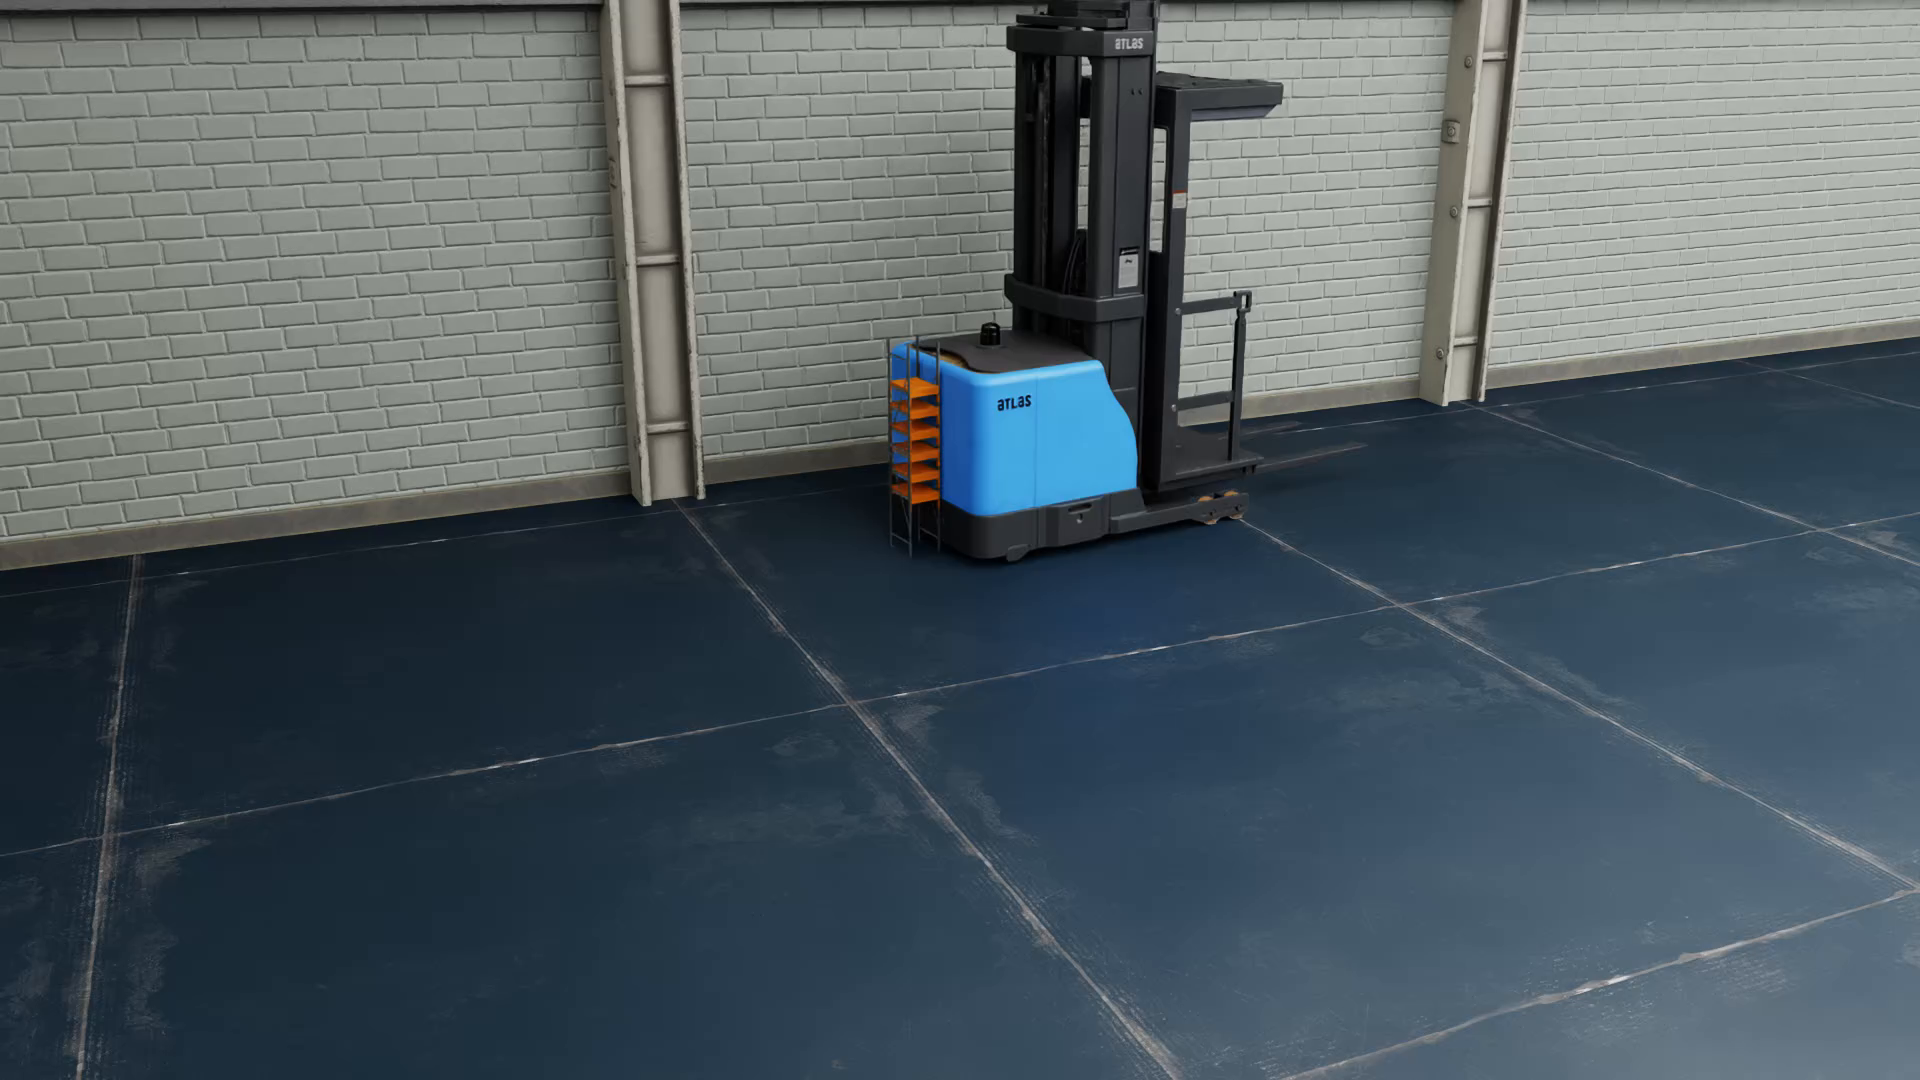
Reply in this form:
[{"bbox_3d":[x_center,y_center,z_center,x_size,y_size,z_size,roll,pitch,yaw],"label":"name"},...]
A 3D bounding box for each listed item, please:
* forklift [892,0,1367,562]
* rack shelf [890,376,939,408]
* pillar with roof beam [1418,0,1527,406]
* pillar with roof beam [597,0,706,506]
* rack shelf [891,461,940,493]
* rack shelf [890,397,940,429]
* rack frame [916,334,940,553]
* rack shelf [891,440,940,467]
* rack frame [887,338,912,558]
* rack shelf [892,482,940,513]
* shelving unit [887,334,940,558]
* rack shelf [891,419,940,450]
[{"bbox_3d":[1.122,-1.608,9.677,3.031,2.935,1.130,-11,22,-29],"label":"forklift"},{"bbox_3d":[-0.254,-0.811,9.068,0.180,0.103,0.258,-11,22,-29],"label":"rack shelf"},{"bbox_3d":[5.406,-3.999,7.329,0.400,9.000,9.100,-8,21,-22],"label":"pillar with roof beam"},{"bbox_3d":[-0.103,-3.209,5.088,0.400,9.000,9.100,-8,21,-22],"label":"pillar with roof beam"},{"bbox_3d":[-0.254,-0.358,9.227,0.180,0.103,0.258,-11,22,-29],"label":"rack shelf"},{"bbox_3d":[-0.254,-0.698,9.108,0.180,0.103,0.258,-11,22,-29],"label":"rack shelf"},{"bbox_3d":[-0.176,-0.529,9.217,0.006,1.200,0.240,-11,22,-29],"label":"rack frame"},{"bbox_3d":[-0.254,-0.471,9.187,0.180,0.103,0.258,-11,22,-29],"label":"rack shelf"},{"bbox_3d":[-0.333,-0.497,9.128,0.006,1.200,0.240,-11,22,-29],"label":"rack frame"},{"bbox_3d":[-0.254,-0.245,9.267,0.180,0.103,0.258,-11,22,-29],"label":"rack shelf"},{"bbox_3d":[-0.254,-0.513,9.172,0.189,1.200,0.258,-11,22,-29],"label":"shelving unit"},{"bbox_3d":[-0.254,-0.584,9.147,0.180,0.103,0.258,-11,22,-29],"label":"rack shelf"}]
